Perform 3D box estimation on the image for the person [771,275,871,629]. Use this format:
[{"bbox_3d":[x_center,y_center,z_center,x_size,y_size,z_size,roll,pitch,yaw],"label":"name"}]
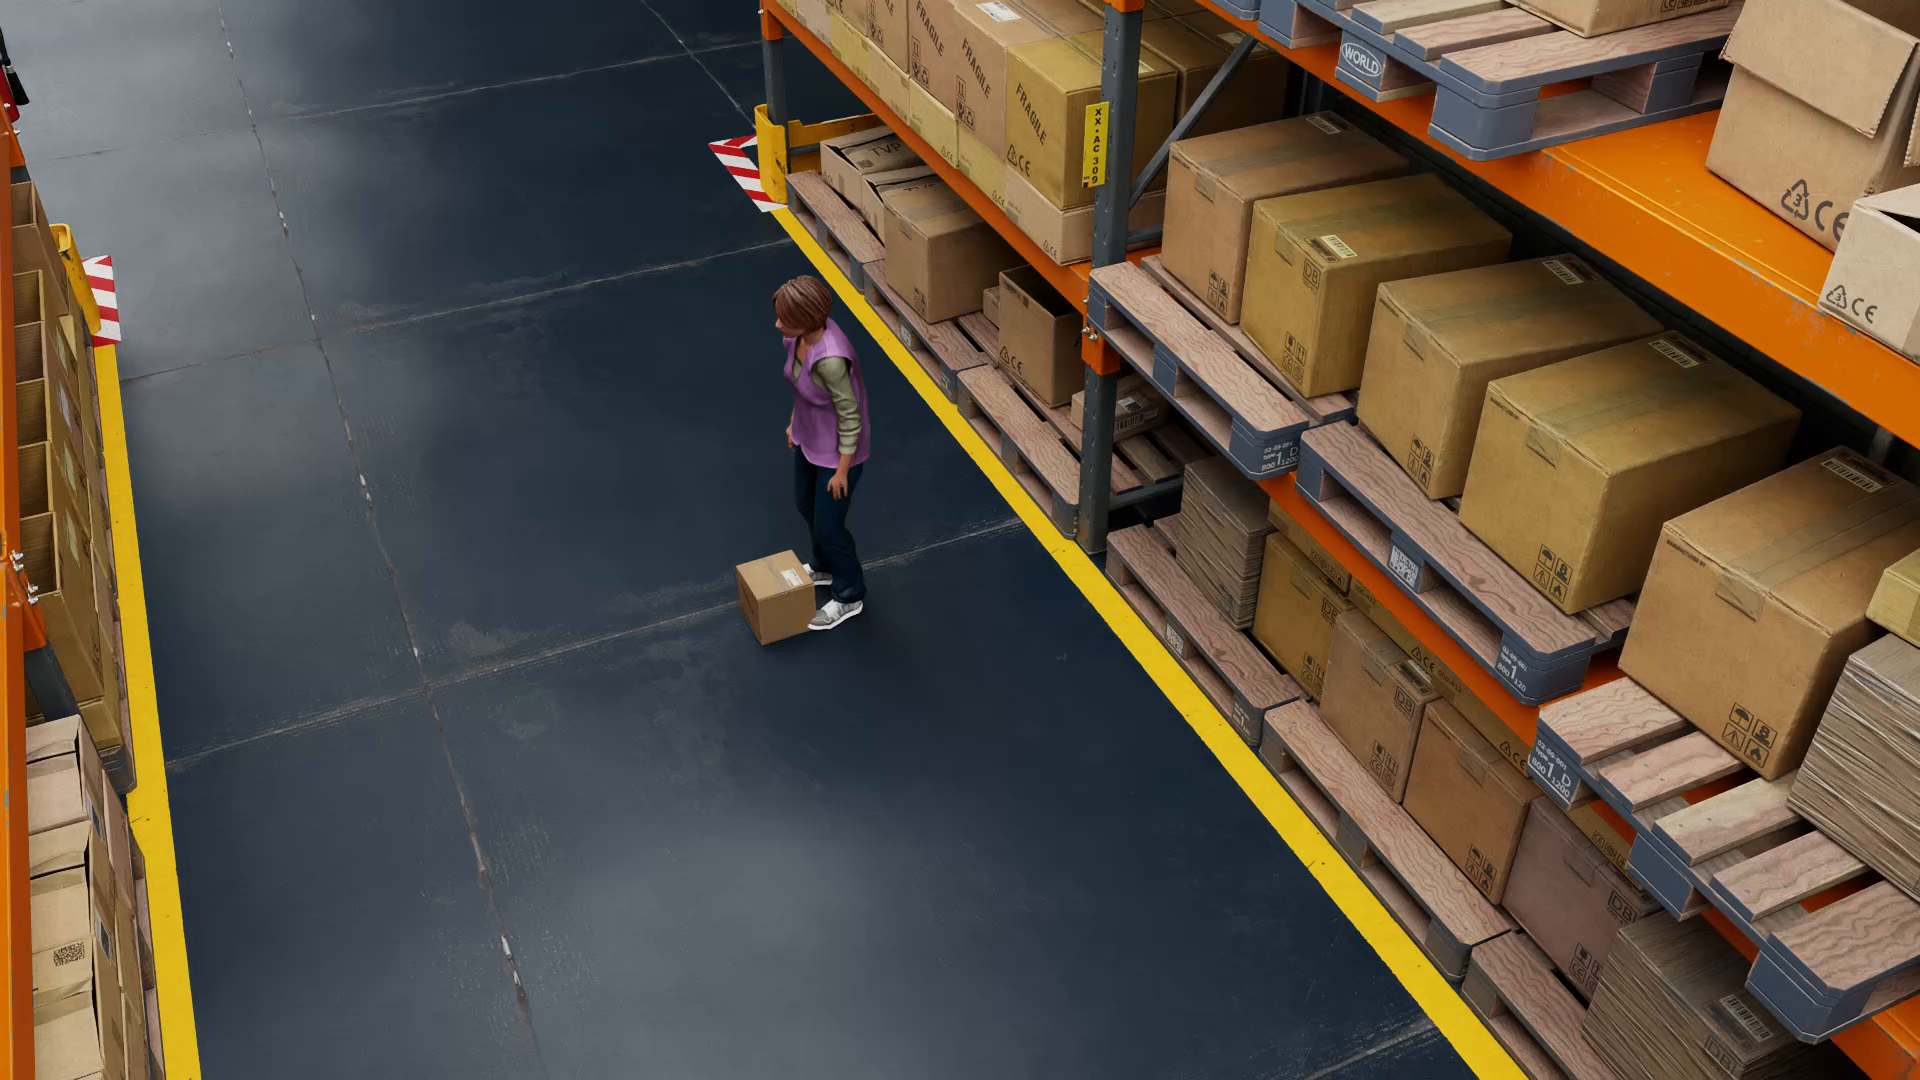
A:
[{"bbox_3d":[-0.545,-0.354,6.626,0.344,1.581,0.485,-18,41,-22],"label":"person"}]
